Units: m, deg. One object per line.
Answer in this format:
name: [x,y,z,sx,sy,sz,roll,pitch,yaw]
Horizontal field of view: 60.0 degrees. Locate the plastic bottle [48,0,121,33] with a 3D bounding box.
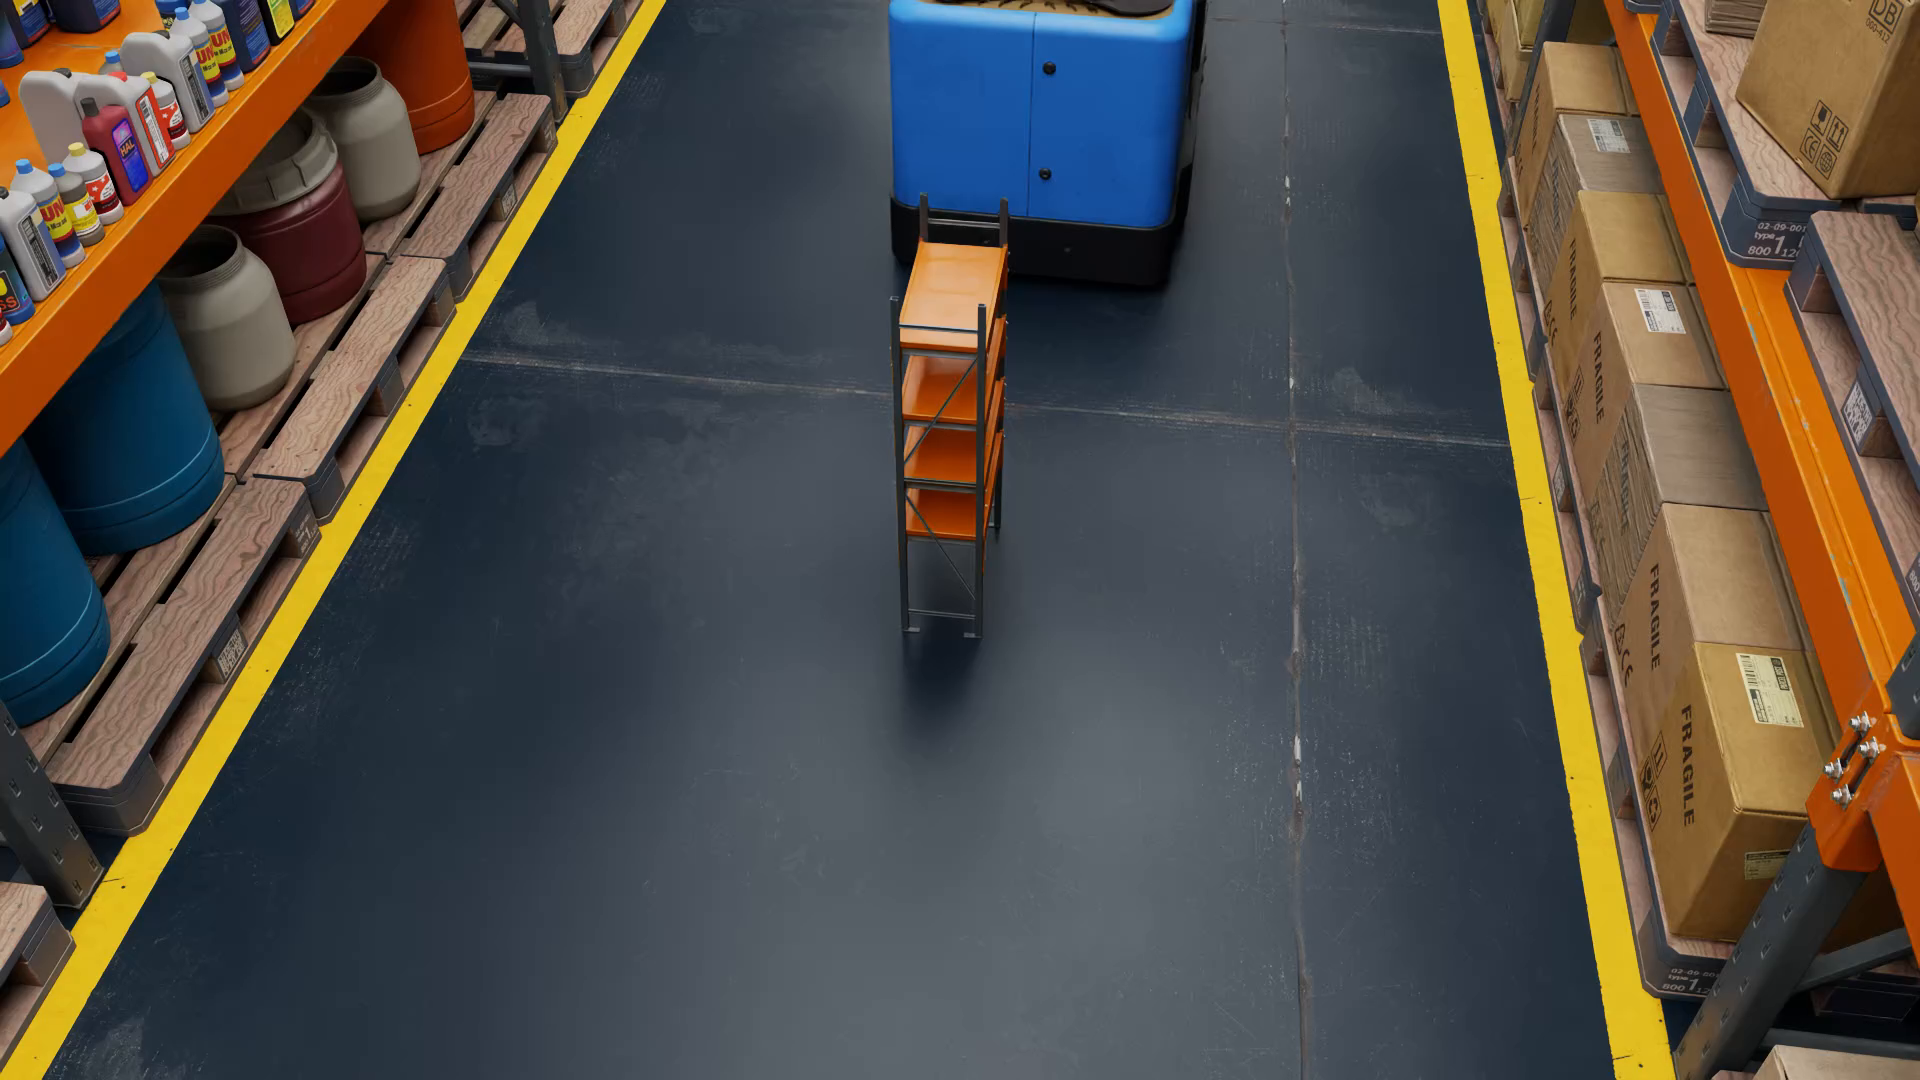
plastic bottle: [-2.619,-1.695,4.894,0.144,0.351,0.185,5,44,6]

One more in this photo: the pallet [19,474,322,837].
pallet: [-2.587,0.262,4.819,1.003,0.211,1.213,5,44,6]

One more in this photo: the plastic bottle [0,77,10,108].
plastic bottle: [-2.709,-1.323,4.559,0.097,0.271,0.097,0,43,0]

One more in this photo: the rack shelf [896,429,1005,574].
rack shelf: [-0.022,-0.130,4.901,0.258,0.148,0.480,5,44,6]

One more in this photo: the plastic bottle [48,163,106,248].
plastic bottle: [-2.187,-0.829,4.088,0.097,0.201,0.097,0,43,0]

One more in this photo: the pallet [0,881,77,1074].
pallet: [-2.789,1.289,3.735,1.003,0.211,1.213,5,44,6]

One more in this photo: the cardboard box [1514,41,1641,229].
cardboard box: [2.365,-1.469,6.118,0.500,0.500,0.500,7,44,7]

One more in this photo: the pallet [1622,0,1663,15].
pallet: [2.688,-1.963,5.281,1.213,0.211,1.003,5,44,6]

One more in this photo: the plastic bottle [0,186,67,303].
plastic bottle: [-2.243,-0.713,3.912,0.152,0.276,0.135,5,44,6]

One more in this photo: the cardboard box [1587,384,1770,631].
cardboard box: [2.101,-0.068,4.638,0.500,0.500,0.500,6,44,6]

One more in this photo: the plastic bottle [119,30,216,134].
plastic bottle: [-2.138,-1.253,4.482,0.152,0.276,0.135,5,44,6]

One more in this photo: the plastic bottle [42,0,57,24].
plastic bottle: [-2.762,-1.698,4.952,0.152,0.276,0.135,5,44,6]

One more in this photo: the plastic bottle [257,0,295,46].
plastic bottle: [-2.025,-1.602,4.845,0.061,0.283,0.133,5,44,6]

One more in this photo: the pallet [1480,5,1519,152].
pallet: [2.856,-2.046,7.258,1.003,0.211,1.213,5,44,6]

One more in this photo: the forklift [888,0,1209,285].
forklift: [0.496,-3.027,6.315,1.130,2.935,3.031,7,44,7]

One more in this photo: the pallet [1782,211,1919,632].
pallet: [2.393,-0.240,3.462,1.003,0.211,1.213,5,44,6]

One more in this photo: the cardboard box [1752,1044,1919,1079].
cardboard box: [1.909,1.308,3.323,0.500,0.311,0.500,5,44,6]

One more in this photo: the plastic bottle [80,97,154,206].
plastic bottle: [-2.141,-1.002,4.212,0.061,0.283,0.133,5,44,6]

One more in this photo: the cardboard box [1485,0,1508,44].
cardboard box: [2.601,-2.388,7.285,0.500,0.250,0.500,5,44,5]

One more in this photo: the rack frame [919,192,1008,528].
rack frame: [0.010,-0.489,4.894,0.240,1.200,0.015,5,44,6]

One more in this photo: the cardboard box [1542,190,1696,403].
cardboard box: [2.230,-0.771,5.380,0.500,0.500,0.500,5,44,5]

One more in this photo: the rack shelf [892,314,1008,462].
rack shelf: [-0.022,-0.436,4.611,0.258,0.148,0.480,5,44,6]

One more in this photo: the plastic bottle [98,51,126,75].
plastic bottle: [-2.264,-1.225,4.506,0.097,0.201,0.097,0,43,0]

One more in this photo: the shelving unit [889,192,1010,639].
shelving unit: [-0.022,-0.323,4.718,0.258,1.200,0.503,5,44,6]

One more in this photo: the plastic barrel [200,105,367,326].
plastic barrel: [-2.398,-1.126,5.706,0.600,0.588,0.708,5,44,6]

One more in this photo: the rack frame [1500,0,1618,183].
rack frame: [2.708,-2.501,5.710,1.000,3.000,0.127,5,44,6]

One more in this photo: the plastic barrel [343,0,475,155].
plastic barrel: [-2.249,-1.984,6.436,0.600,0.830,0.708,5,44,6]

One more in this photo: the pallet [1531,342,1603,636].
pallet: [2.408,-0.154,5.260,1.003,0.211,1.213,5,44,6]

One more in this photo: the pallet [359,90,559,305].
pallet: [-2.264,-1.401,6.576,1.003,0.211,1.213,5,44,6]

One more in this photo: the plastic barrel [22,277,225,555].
plastic barrel: [-2.548,-0.470,4.786,0.600,0.901,0.708,5,44,6]

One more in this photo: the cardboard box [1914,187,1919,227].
cardboard box: [2.492,-0.741,3.473,0.700,0.500,0.500,12,45,12]

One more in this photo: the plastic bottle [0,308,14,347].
plastic bottle: [-2.244,-0.538,3.781,0.097,0.201,0.097,0,43,0]

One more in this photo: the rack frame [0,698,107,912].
rack frame: [-2.730,-0.228,3.309,1.000,3.000,0.127,5,44,6]

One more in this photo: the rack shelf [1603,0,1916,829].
rack shelf: [2.444,-0.877,4.518,1.077,0.370,4.000,5,44,6]

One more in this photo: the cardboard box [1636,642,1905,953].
cardboard box: [1.961,0.610,3.922,0.500,0.500,0.500,5,44,5]

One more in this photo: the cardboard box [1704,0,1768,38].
cardboard box: [2.426,-1.645,4.427,0.700,0.500,0.500,13,45,13]

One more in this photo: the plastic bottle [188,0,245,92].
plastic bottle: [-2.083,-1.394,4.634,0.097,0.271,0.097,0,43,0]
